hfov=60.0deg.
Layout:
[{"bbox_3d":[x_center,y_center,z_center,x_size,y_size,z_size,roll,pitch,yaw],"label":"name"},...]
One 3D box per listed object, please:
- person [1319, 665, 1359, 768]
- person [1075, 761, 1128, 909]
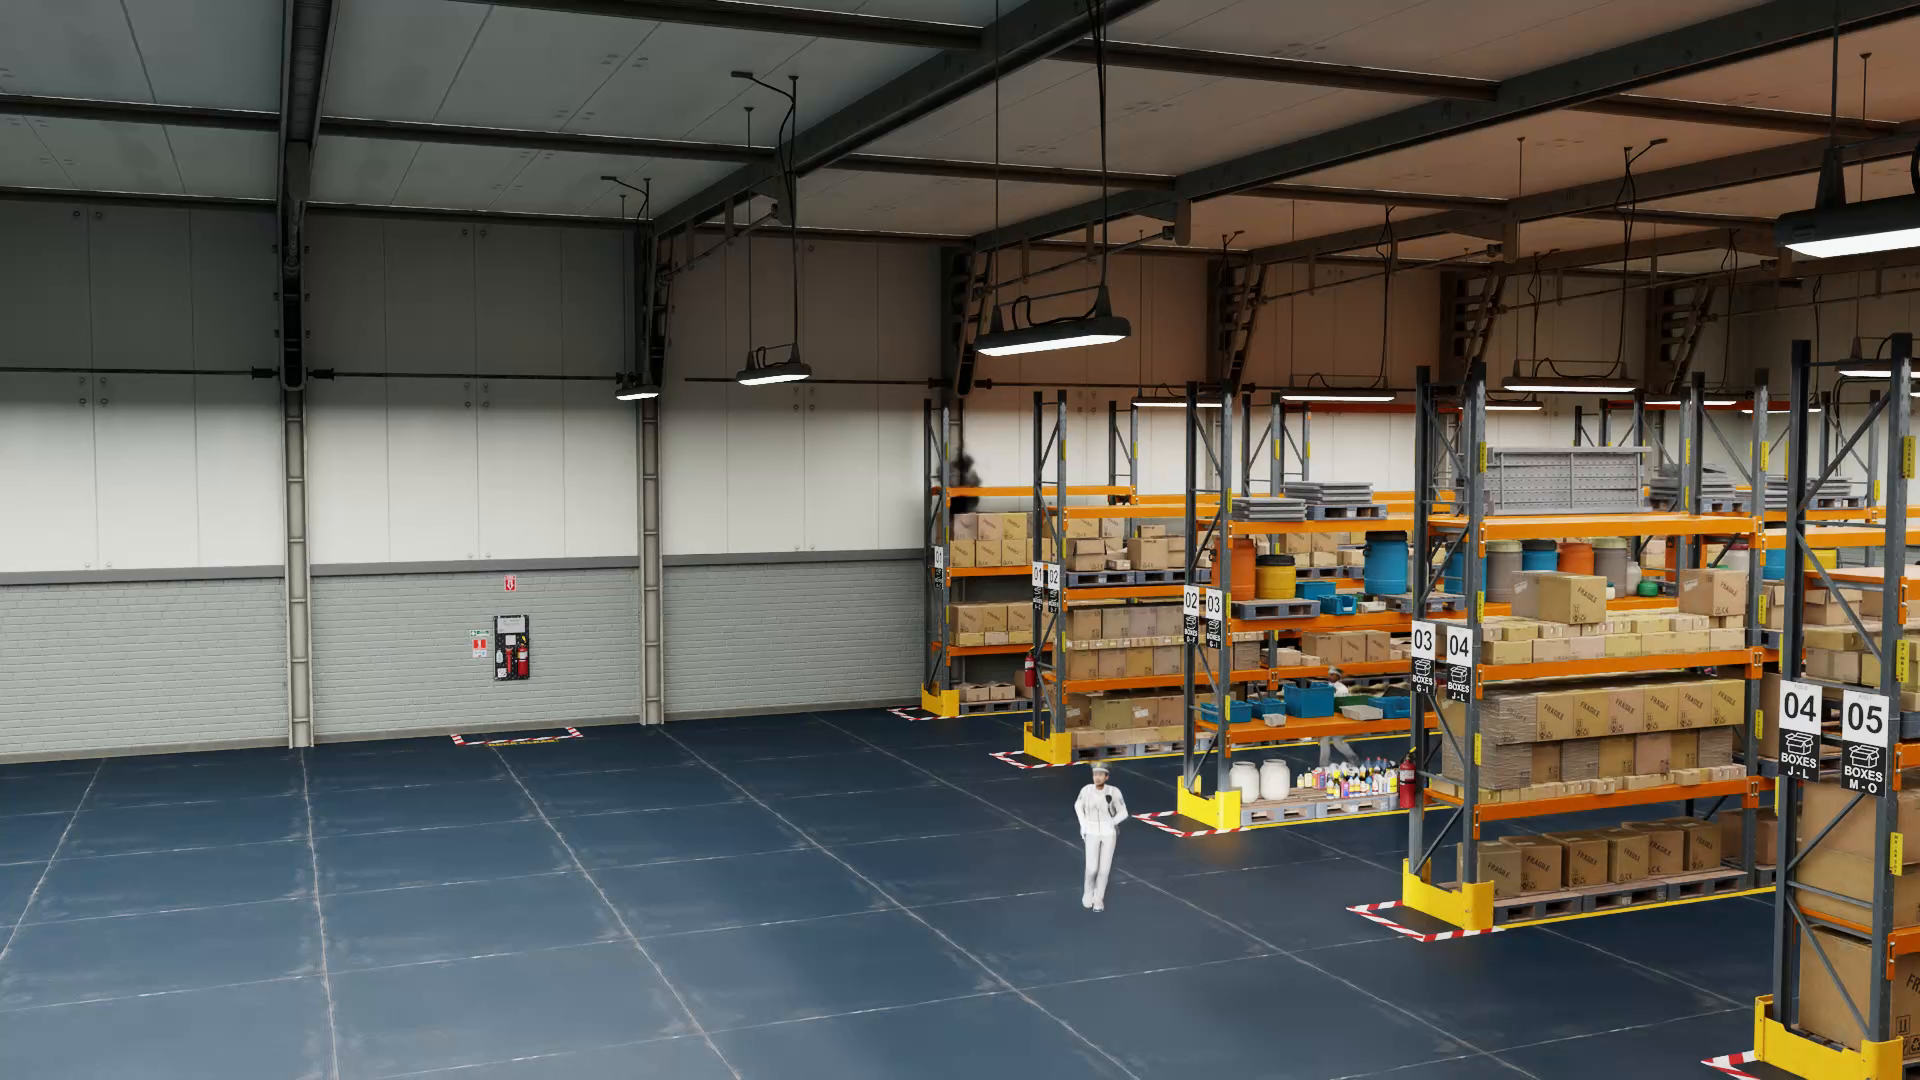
[{"bbox_3d":[5.824,2.793,25.844,0.816,1.690,0.591,-2,4,-30],"label":"person"},{"bbox_3d":[1.518,3.253,18.241,0.543,1.659,0.593,0,3,8],"label":"person"}]
